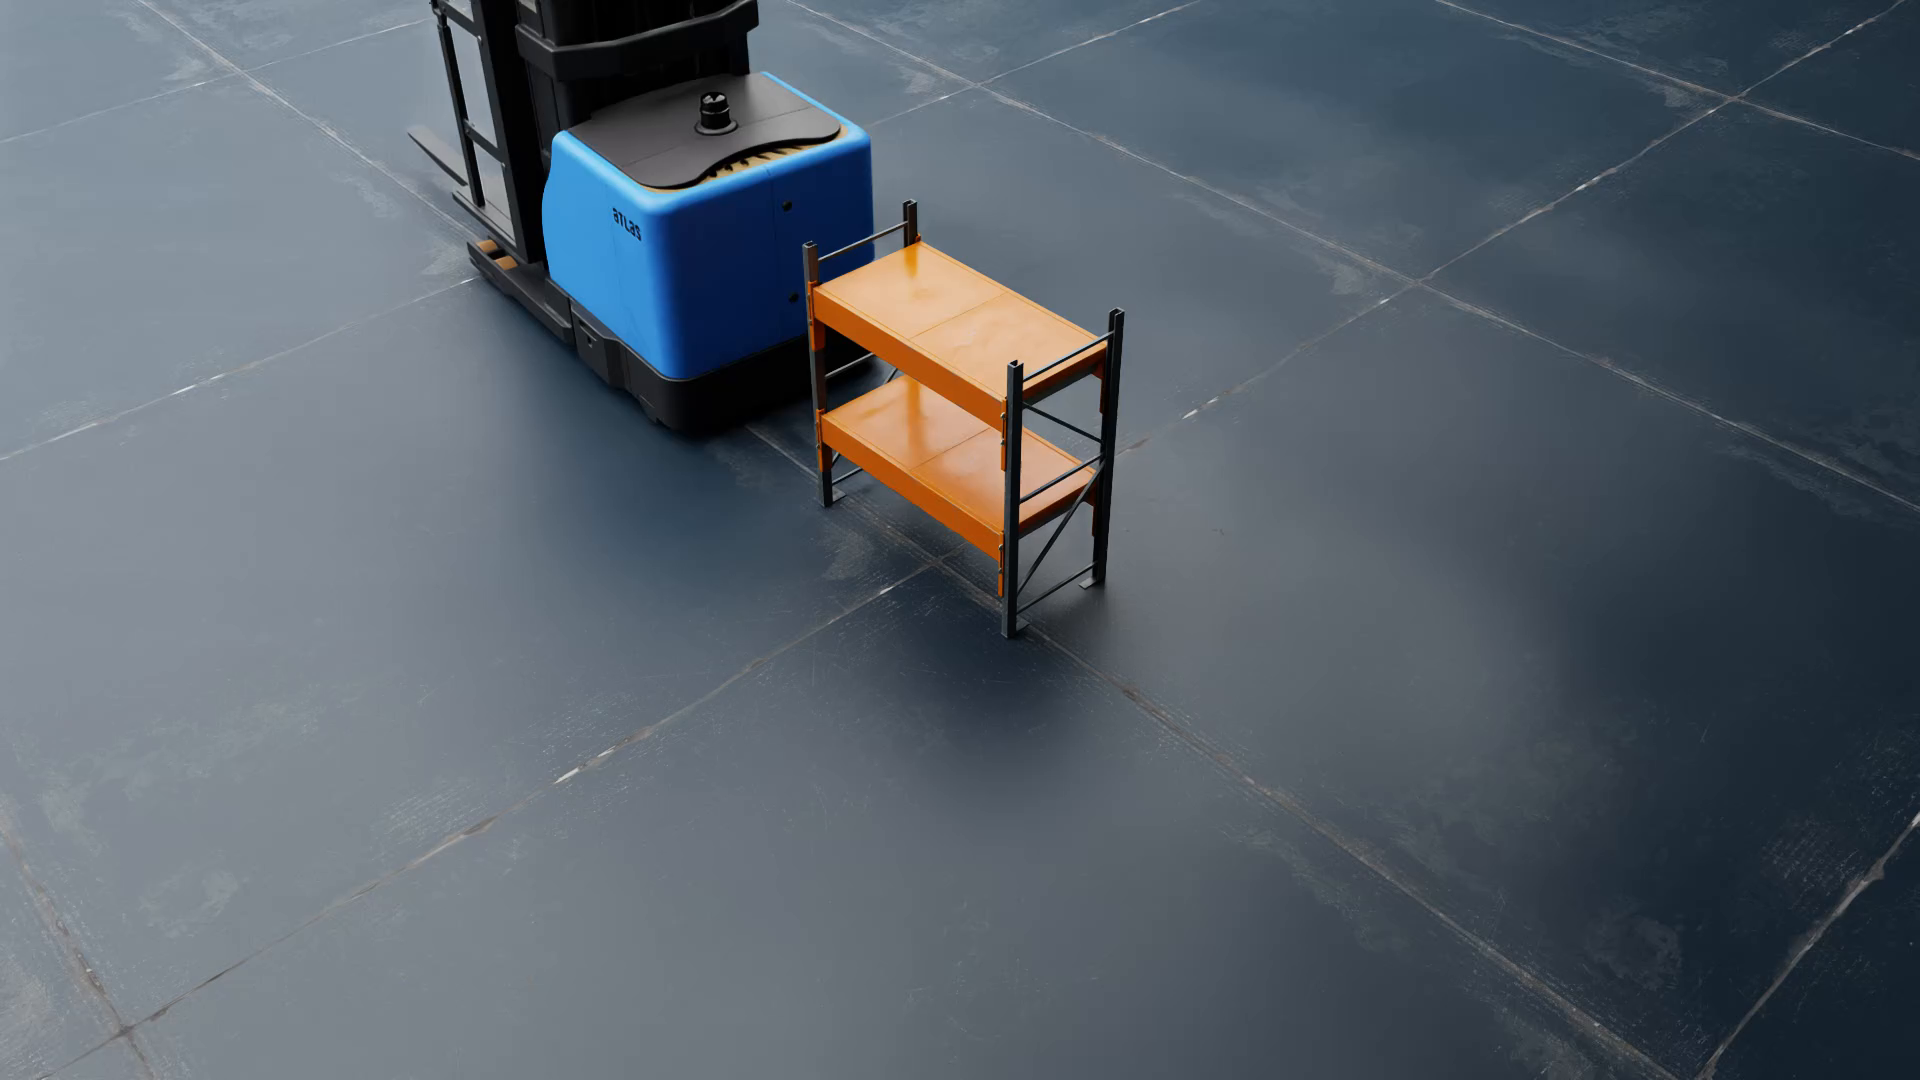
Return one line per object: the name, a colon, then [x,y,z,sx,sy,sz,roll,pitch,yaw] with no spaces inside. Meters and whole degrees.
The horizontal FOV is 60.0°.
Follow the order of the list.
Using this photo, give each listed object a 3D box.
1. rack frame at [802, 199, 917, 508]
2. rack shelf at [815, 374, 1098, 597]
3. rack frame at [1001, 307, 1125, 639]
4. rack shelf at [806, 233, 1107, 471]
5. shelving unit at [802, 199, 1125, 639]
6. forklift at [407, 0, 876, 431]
rack frame: [-0.348,-0.676,6.192,0.500,1.125,0.032,-30,48,-32]
rack shelf: [-0.005,-0.251,6.054,0.538,0.278,1.000,-30,48,-32]
rack frame: [0.339,-0.205,5.609,0.500,1.125,0.032,-30,48,-32]
rack shelf: [-0.005,-0.668,5.717,0.538,0.278,1.000,-30,48,-32]
shelving unit: [-0.005,-0.441,5.900,0.538,1.125,1.048,-30,48,-32]
forklift: [-1.635,-2.448,6.949,1.130,2.935,3.031,-26,46,-28]
